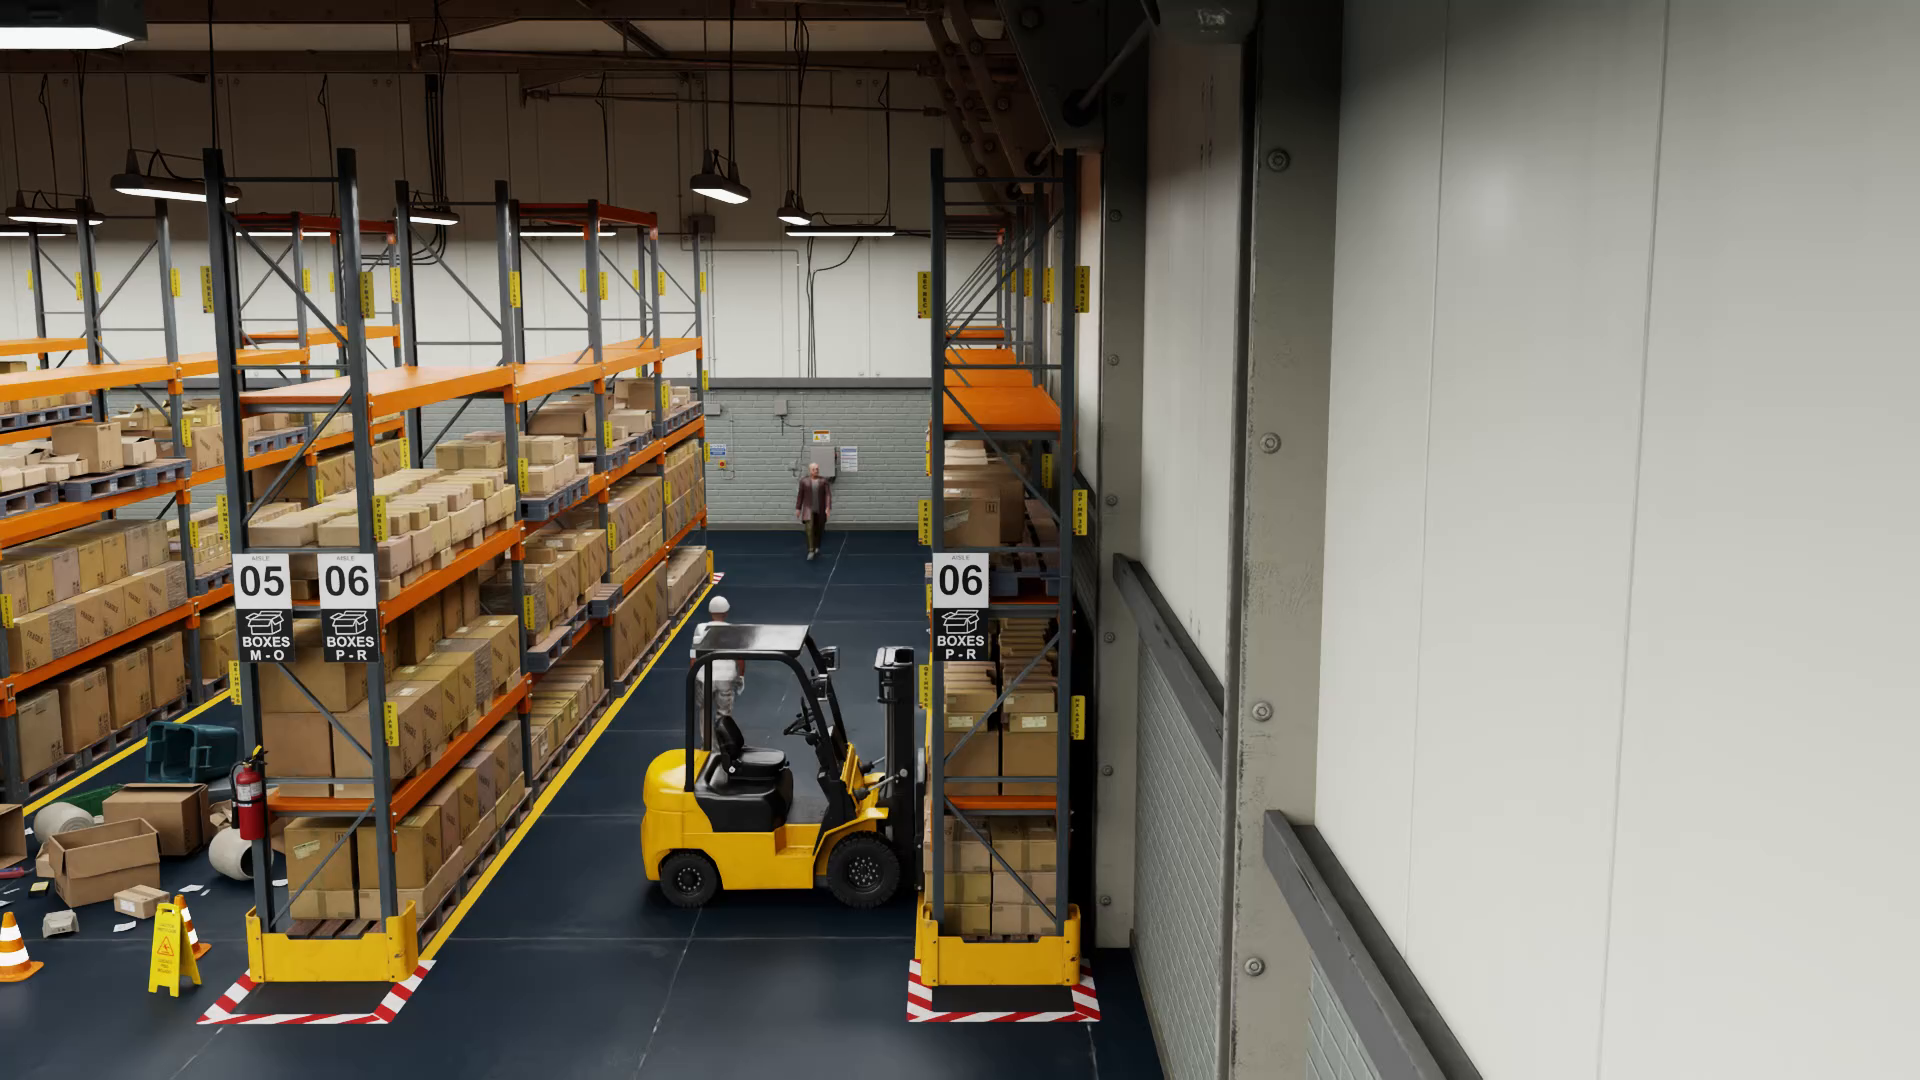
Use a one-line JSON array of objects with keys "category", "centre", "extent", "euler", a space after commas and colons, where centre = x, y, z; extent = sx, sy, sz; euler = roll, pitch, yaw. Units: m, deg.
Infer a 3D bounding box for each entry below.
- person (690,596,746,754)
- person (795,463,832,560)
[{"category": "person", "centre": [-2.568, 1.509, 17.590], "extent": [0.607, 1.815, 0.556], "euler": [-1, 9, -8]}, {"category": "person", "centre": [-2.640, -0.547, 30.260], "extent": [0.631, 1.718, 1.114], "euler": [-3, 9, -15]}]
